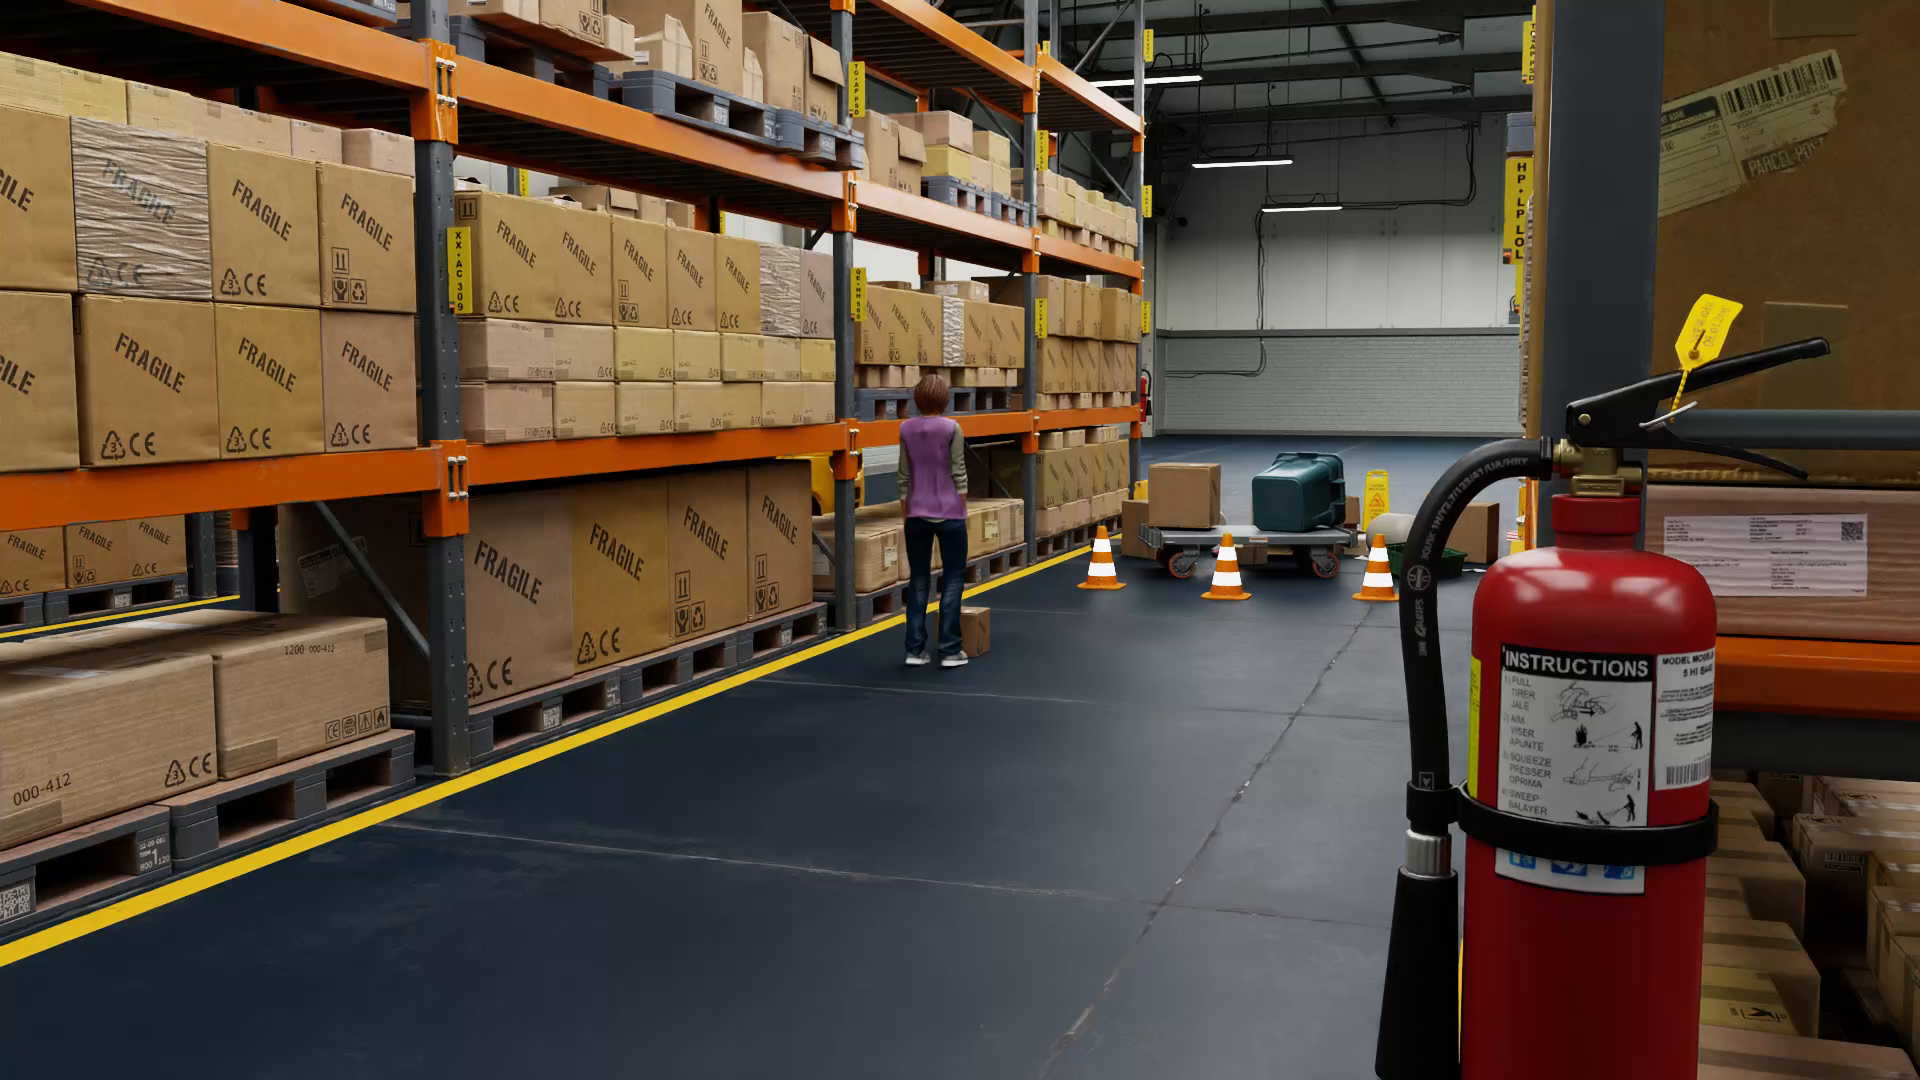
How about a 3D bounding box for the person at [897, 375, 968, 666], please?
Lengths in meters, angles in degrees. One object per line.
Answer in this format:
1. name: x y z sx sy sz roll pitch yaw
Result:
1. person: -0.151 -0.099 9.087 0.409 1.596 0.301 2 6 20
